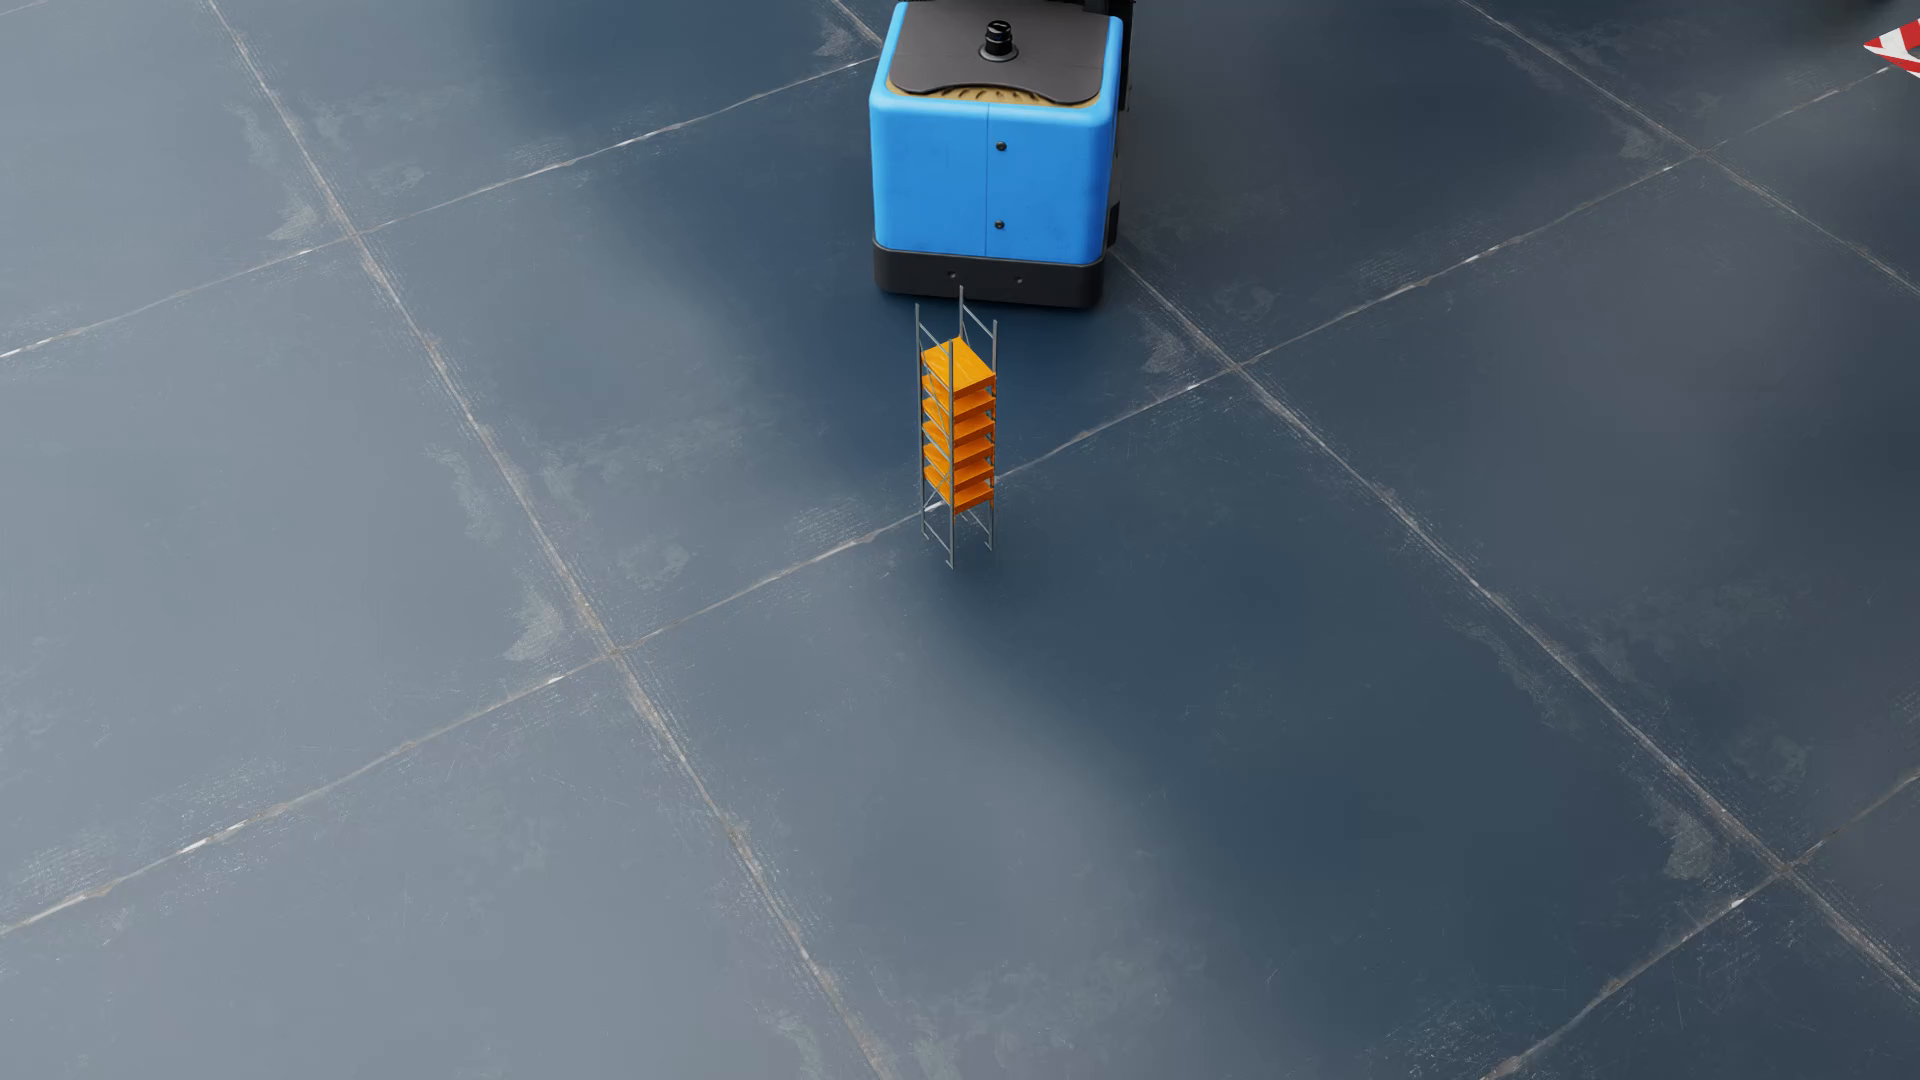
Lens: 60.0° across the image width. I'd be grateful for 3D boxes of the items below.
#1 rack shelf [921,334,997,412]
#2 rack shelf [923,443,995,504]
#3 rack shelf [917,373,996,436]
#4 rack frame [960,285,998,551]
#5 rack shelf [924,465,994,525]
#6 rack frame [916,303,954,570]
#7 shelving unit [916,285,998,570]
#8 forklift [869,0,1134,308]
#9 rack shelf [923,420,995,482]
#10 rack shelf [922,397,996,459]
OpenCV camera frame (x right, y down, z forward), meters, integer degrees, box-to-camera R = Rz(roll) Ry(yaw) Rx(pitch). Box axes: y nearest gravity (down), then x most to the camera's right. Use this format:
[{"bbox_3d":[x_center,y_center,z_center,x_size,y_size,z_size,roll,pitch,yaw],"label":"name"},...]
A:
[{"bbox_3d":[-0.012,-0.603,6.006,0.180,0.103,0.258,-25,53,-21],"label":"rack shelf"},{"bbox_3d":[-0.012,-0.284,6.365,0.180,0.103,0.258,-25,53,-21],"label":"rack shelf"},{"bbox_3d":[-0.012,-0.523,6.096,0.180,0.103,0.258,-25,53,-21],"label":"rack shelf"},{"bbox_3d":[0.065,-0.430,6.275,0.006,1.200,0.240,-25,53,-21],"label":"rack frame"},{"bbox_3d":[-0.012,-0.204,6.455,0.180,0.103,0.258,-25,53,-21],"label":"rack shelf"},{"bbox_3d":[-0.090,-0.357,6.210,0.006,1.200,0.240,-25,53,-21],"label":"rack frame"},{"bbox_3d":[-0.012,-0.393,6.242,0.189,1.200,0.258,-25,53,-21],"label":"shelving unit"},{"bbox_3d":[0.305,-3.139,7.528,1.130,2.935,3.031,5,49,5],"label":"forklift"},{"bbox_3d":[-0.012,-0.364,6.275,0.180,0.103,0.258,-25,53,-21],"label":"rack shelf"},{"bbox_3d":[-0.012,-0.444,6.186,0.180,0.103,0.258,-25,53,-21],"label":"rack shelf"}]
